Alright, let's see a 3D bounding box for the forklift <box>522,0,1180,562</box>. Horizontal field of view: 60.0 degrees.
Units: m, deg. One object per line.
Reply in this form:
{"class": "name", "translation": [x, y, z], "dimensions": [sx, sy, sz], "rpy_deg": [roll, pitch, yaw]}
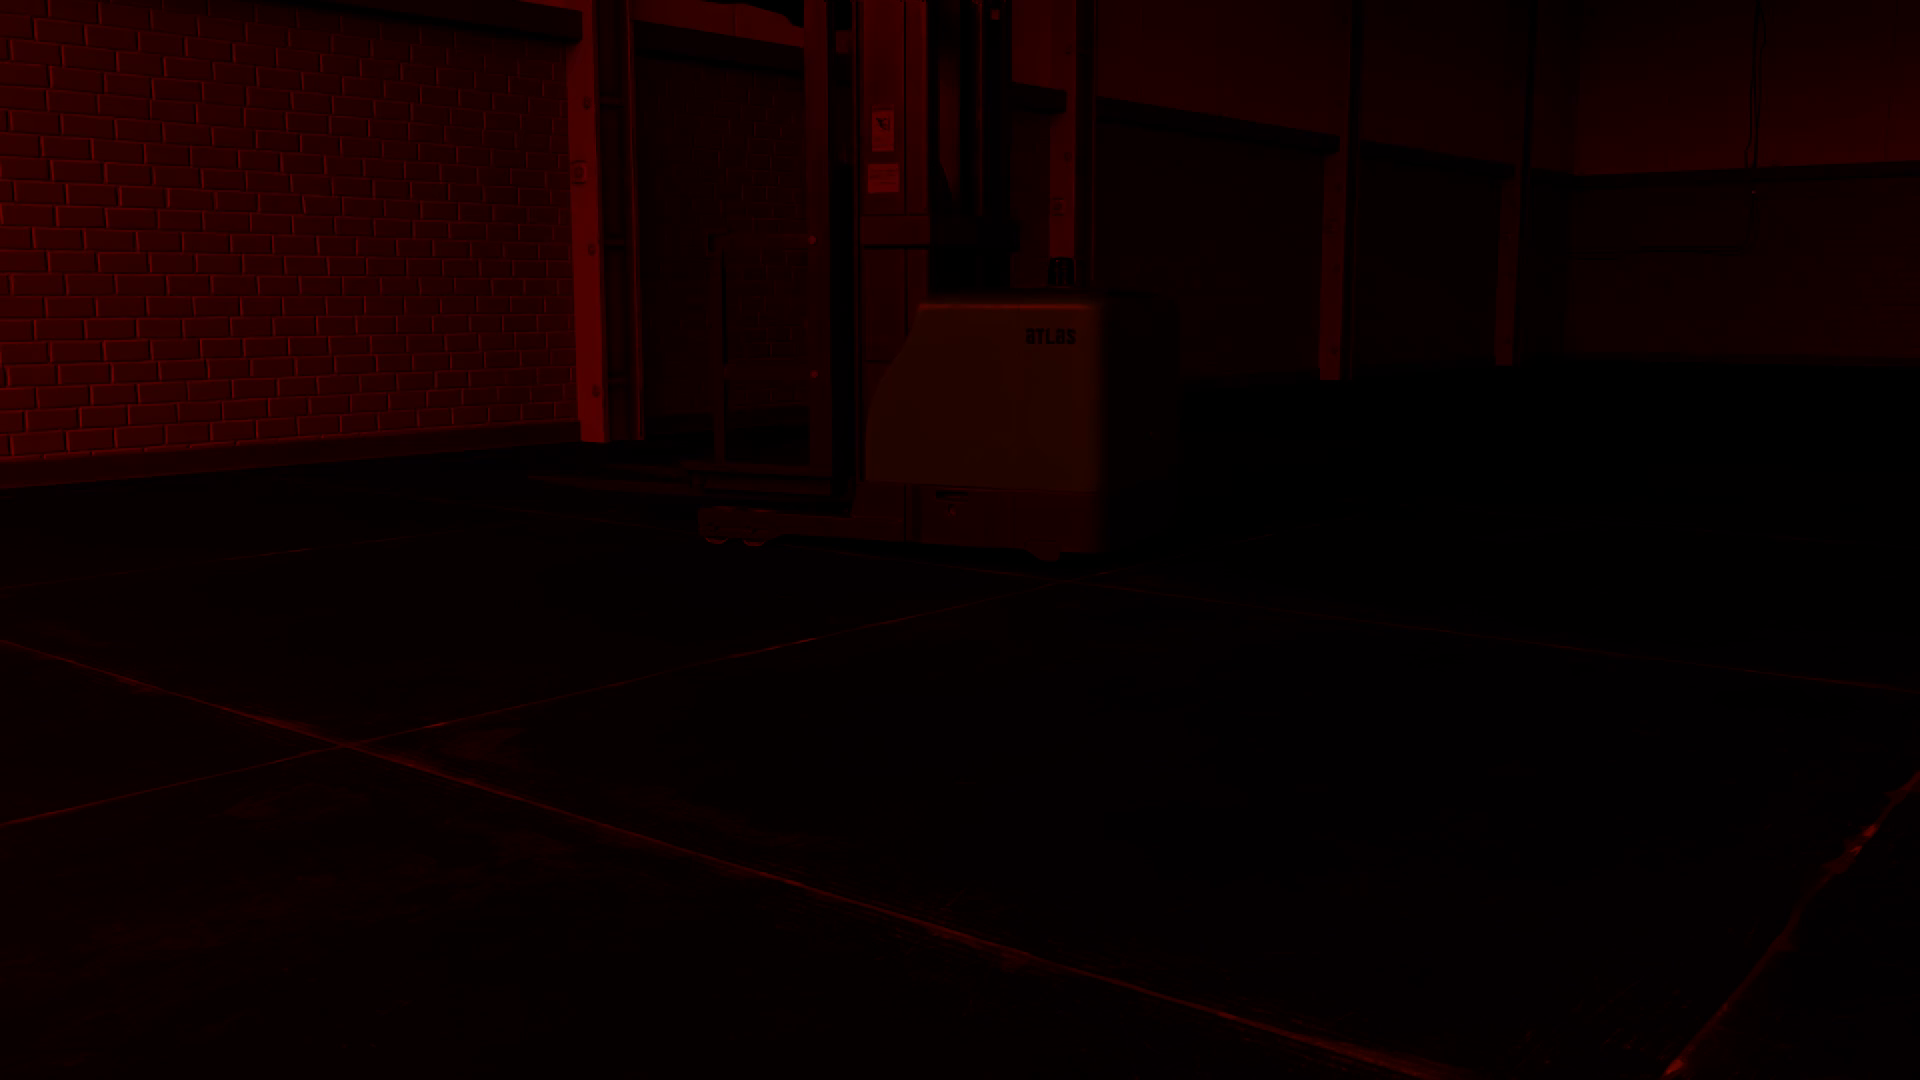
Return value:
{"class": "forklift", "translation": [-0.585, -1.482, 7.411], "dimensions": [3.031, 2.935, 1.130], "rpy_deg": [4, 9, 25]}
